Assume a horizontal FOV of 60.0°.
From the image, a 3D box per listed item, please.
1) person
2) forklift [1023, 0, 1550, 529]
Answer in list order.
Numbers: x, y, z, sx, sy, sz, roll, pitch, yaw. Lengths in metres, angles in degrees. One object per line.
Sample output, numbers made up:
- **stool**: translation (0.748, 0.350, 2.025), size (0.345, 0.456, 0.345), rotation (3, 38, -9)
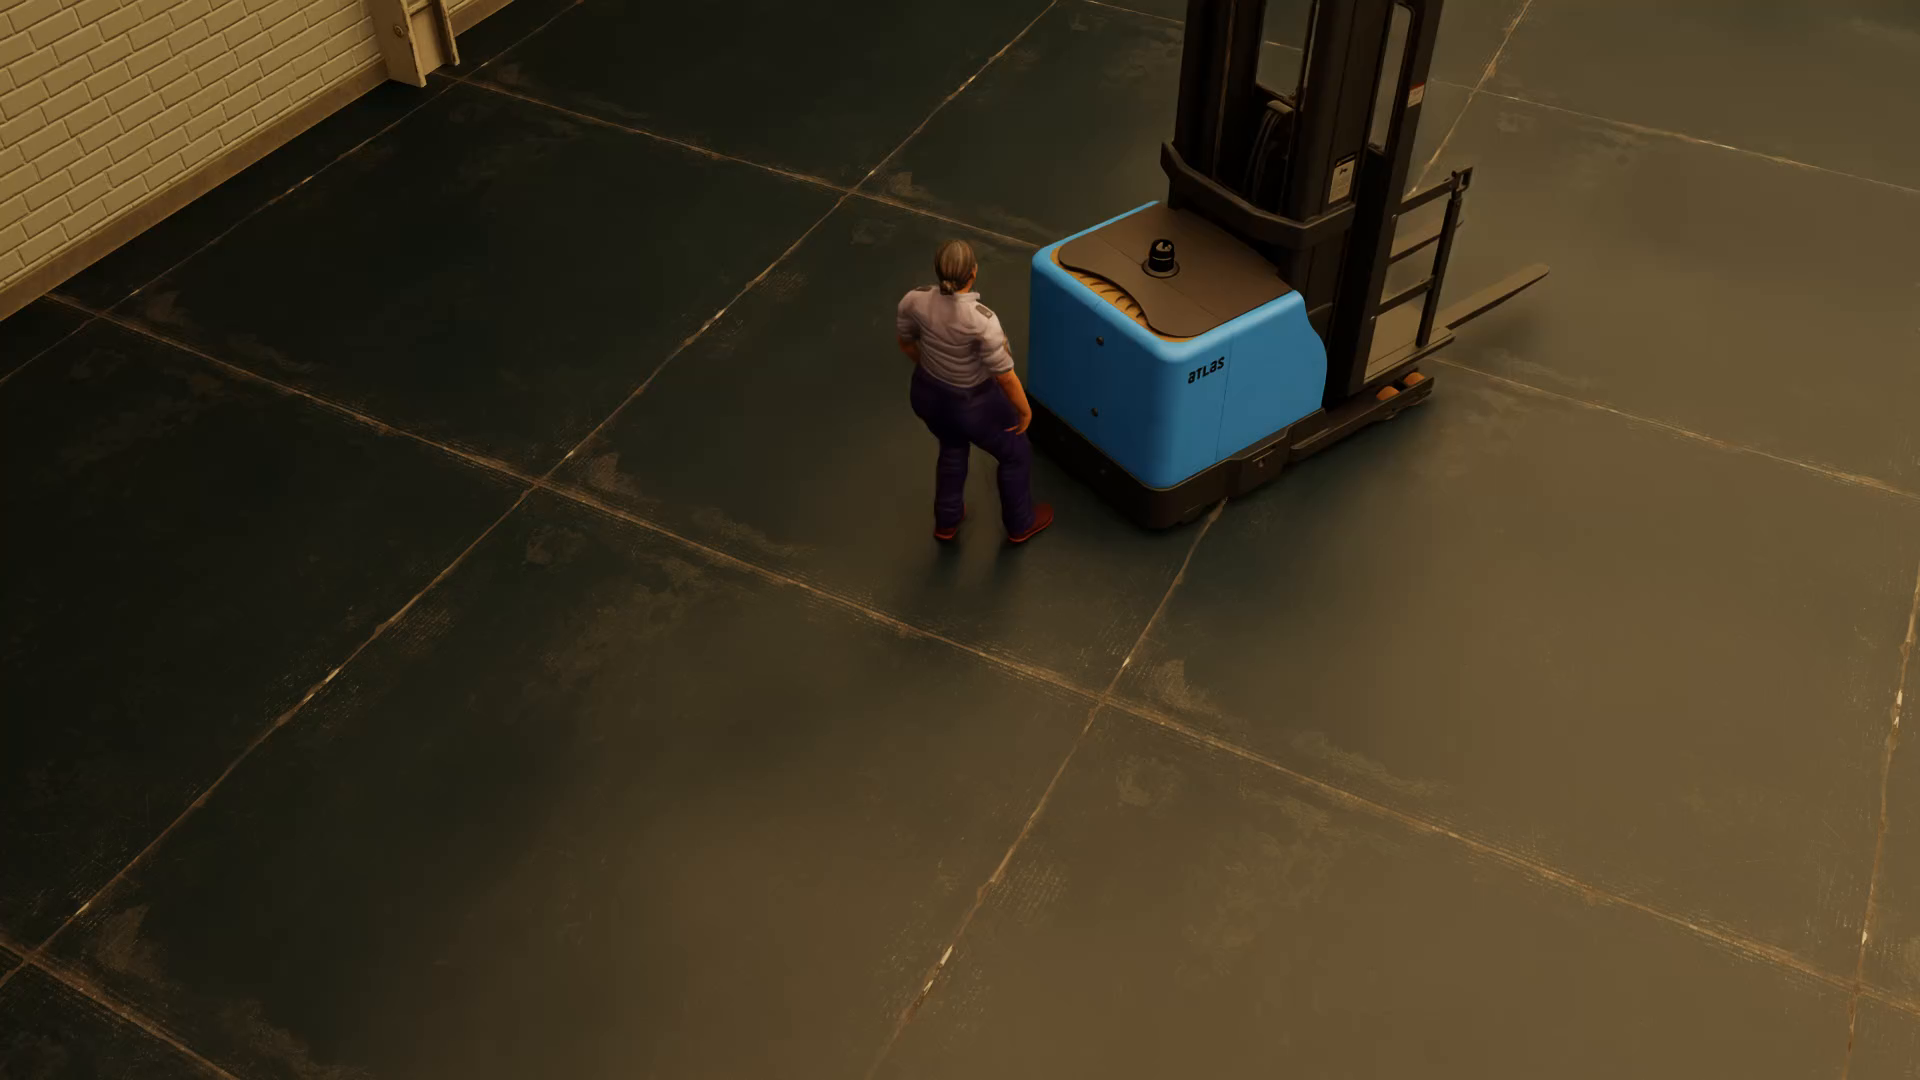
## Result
- **person**: translation (0.071, -0.673, 7.338), size (0.625, 1.635, 0.523), rotation (23, 48, 23)
- **forklift**: translation (1.797, -1.944, 7.717), size (3.031, 2.935, 1.130), rotation (-27, 50, -26)
